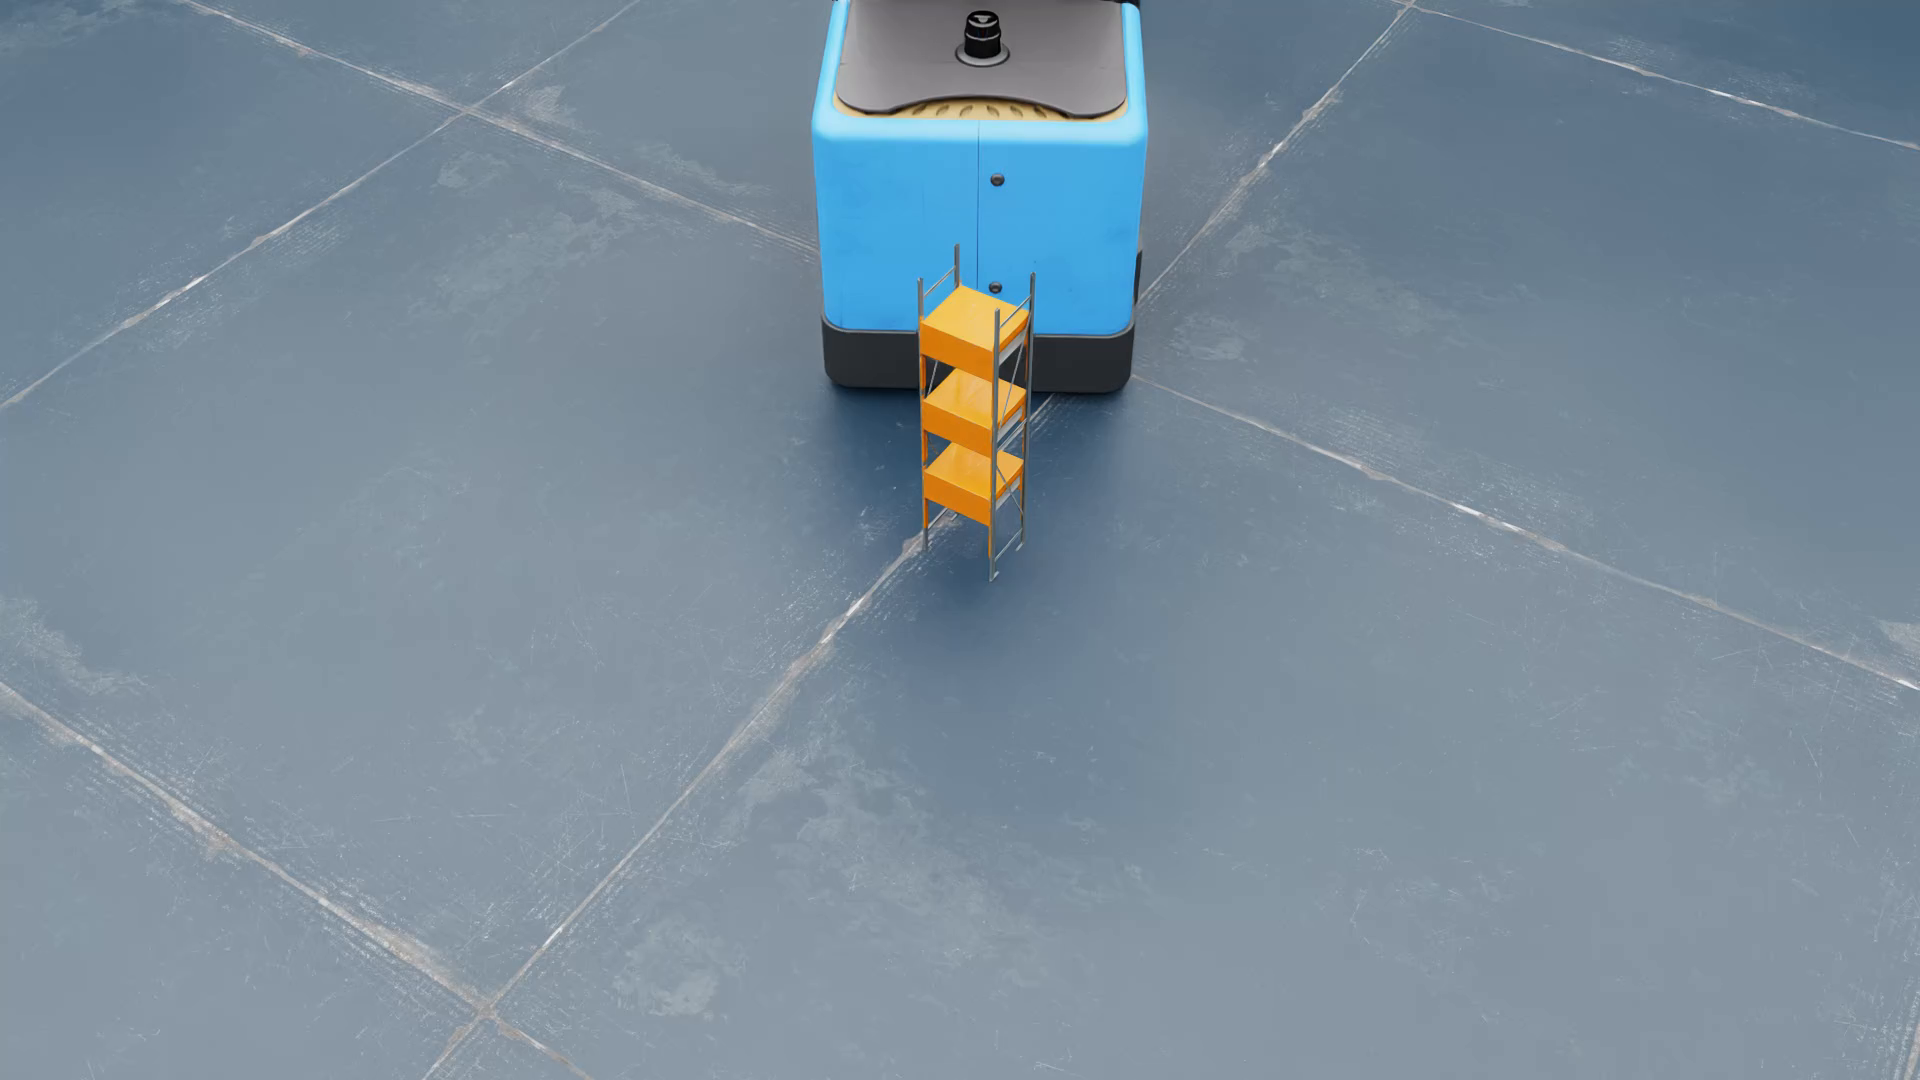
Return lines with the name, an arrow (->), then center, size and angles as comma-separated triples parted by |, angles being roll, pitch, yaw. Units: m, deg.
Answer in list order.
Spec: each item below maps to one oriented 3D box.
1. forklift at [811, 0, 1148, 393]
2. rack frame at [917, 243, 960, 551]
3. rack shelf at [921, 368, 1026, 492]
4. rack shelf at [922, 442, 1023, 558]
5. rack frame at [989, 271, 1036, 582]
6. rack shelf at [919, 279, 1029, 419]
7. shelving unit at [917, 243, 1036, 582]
forklift -> 0.111, -2.565, 5.699 | 1.130, 2.935, 3.031 | 2, 46, 1
rack frame -> -0.058, -0.392, 4.899 | 0.008, 1.050, 0.200 | 25, 51, 22
rack shelf -> 0.045, -0.338, 4.861 | 0.240, 0.259, 0.215 | 25, 51, 22
rack shelf -> 0.045, -0.144, 5.060 | 0.240, 0.259, 0.215 | 25, 51, 22
rack frame -> 0.148, -0.298, 4.807 | 0.008, 1.050, 0.200 | 25, 51, 22
rack shelf -> 0.045, -0.536, 4.657 | 0.240, 0.259, 0.215 | 25, 51, 22
shelving unit -> 0.045, -0.345, 4.853 | 0.252, 1.050, 0.215 | 25, 51, 22
